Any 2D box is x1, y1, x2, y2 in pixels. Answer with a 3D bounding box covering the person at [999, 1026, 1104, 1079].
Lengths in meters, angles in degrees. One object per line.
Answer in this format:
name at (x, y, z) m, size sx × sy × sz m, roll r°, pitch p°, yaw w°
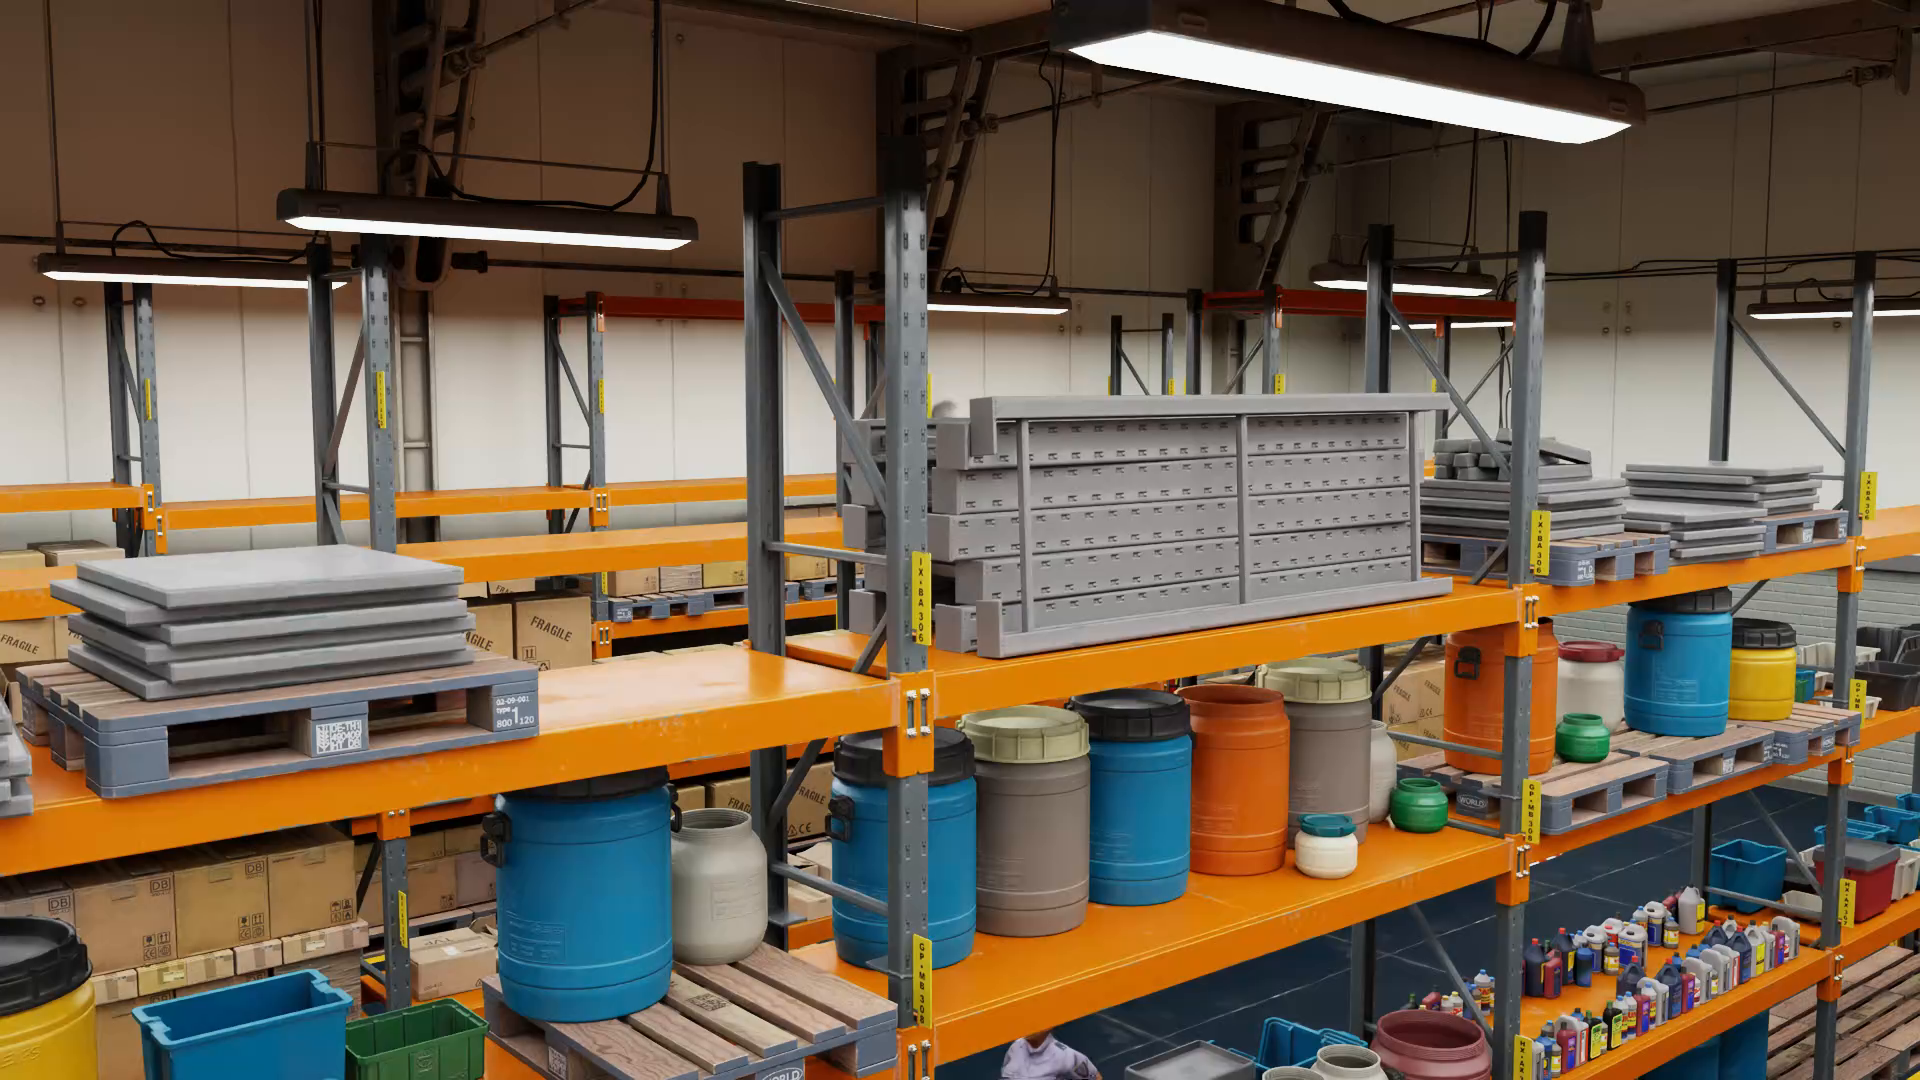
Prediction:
person at (0.450, 3.454, 9.480) m, size 0.716 × 1.682 × 0.576 m, roll -4°, pitch 7°, yaw -36°
